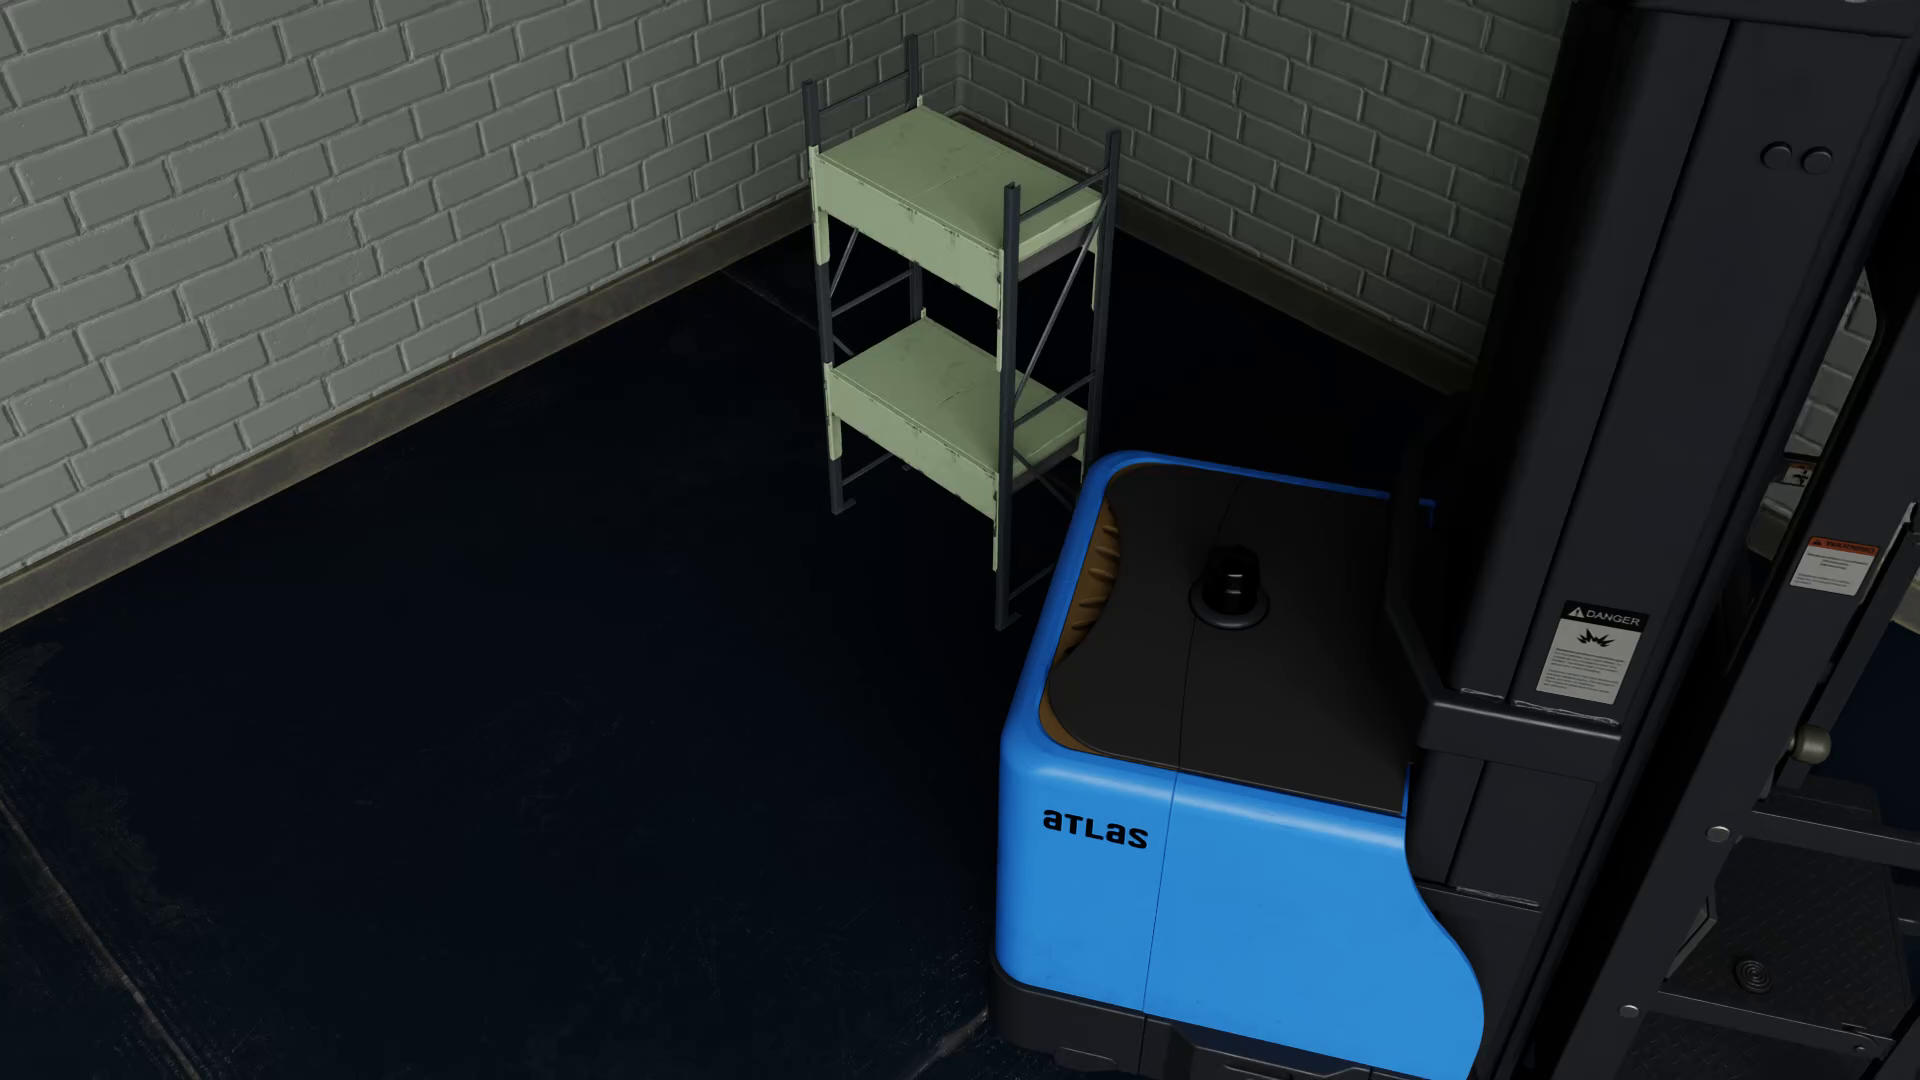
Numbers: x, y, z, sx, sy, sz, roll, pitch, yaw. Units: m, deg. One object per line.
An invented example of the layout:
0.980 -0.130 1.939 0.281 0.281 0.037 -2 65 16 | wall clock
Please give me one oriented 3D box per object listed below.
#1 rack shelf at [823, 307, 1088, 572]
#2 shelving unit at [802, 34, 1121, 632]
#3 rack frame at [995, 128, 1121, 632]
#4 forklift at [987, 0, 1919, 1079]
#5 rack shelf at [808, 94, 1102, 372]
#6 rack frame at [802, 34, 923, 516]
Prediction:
-0.005 -0.315 4.966 0.431 0.370 0.720 -34 53 -31 | rack shelf
-0.005 -0.554 4.744 0.431 1.500 0.755 -34 53 -31 | shelving unit
0.254 -0.378 4.554 0.400 1.500 0.023 -34 53 -31 | rack frame
1.640 0.060 3.025 3.031 2.935 1.130 10 44 11 | forklift
-0.005 -0.841 4.480 0.431 0.370 0.720 -34 53 -31 | rack shelf
-0.263 -0.730 4.935 0.400 1.500 0.023 -34 53 -31 | rack frame
